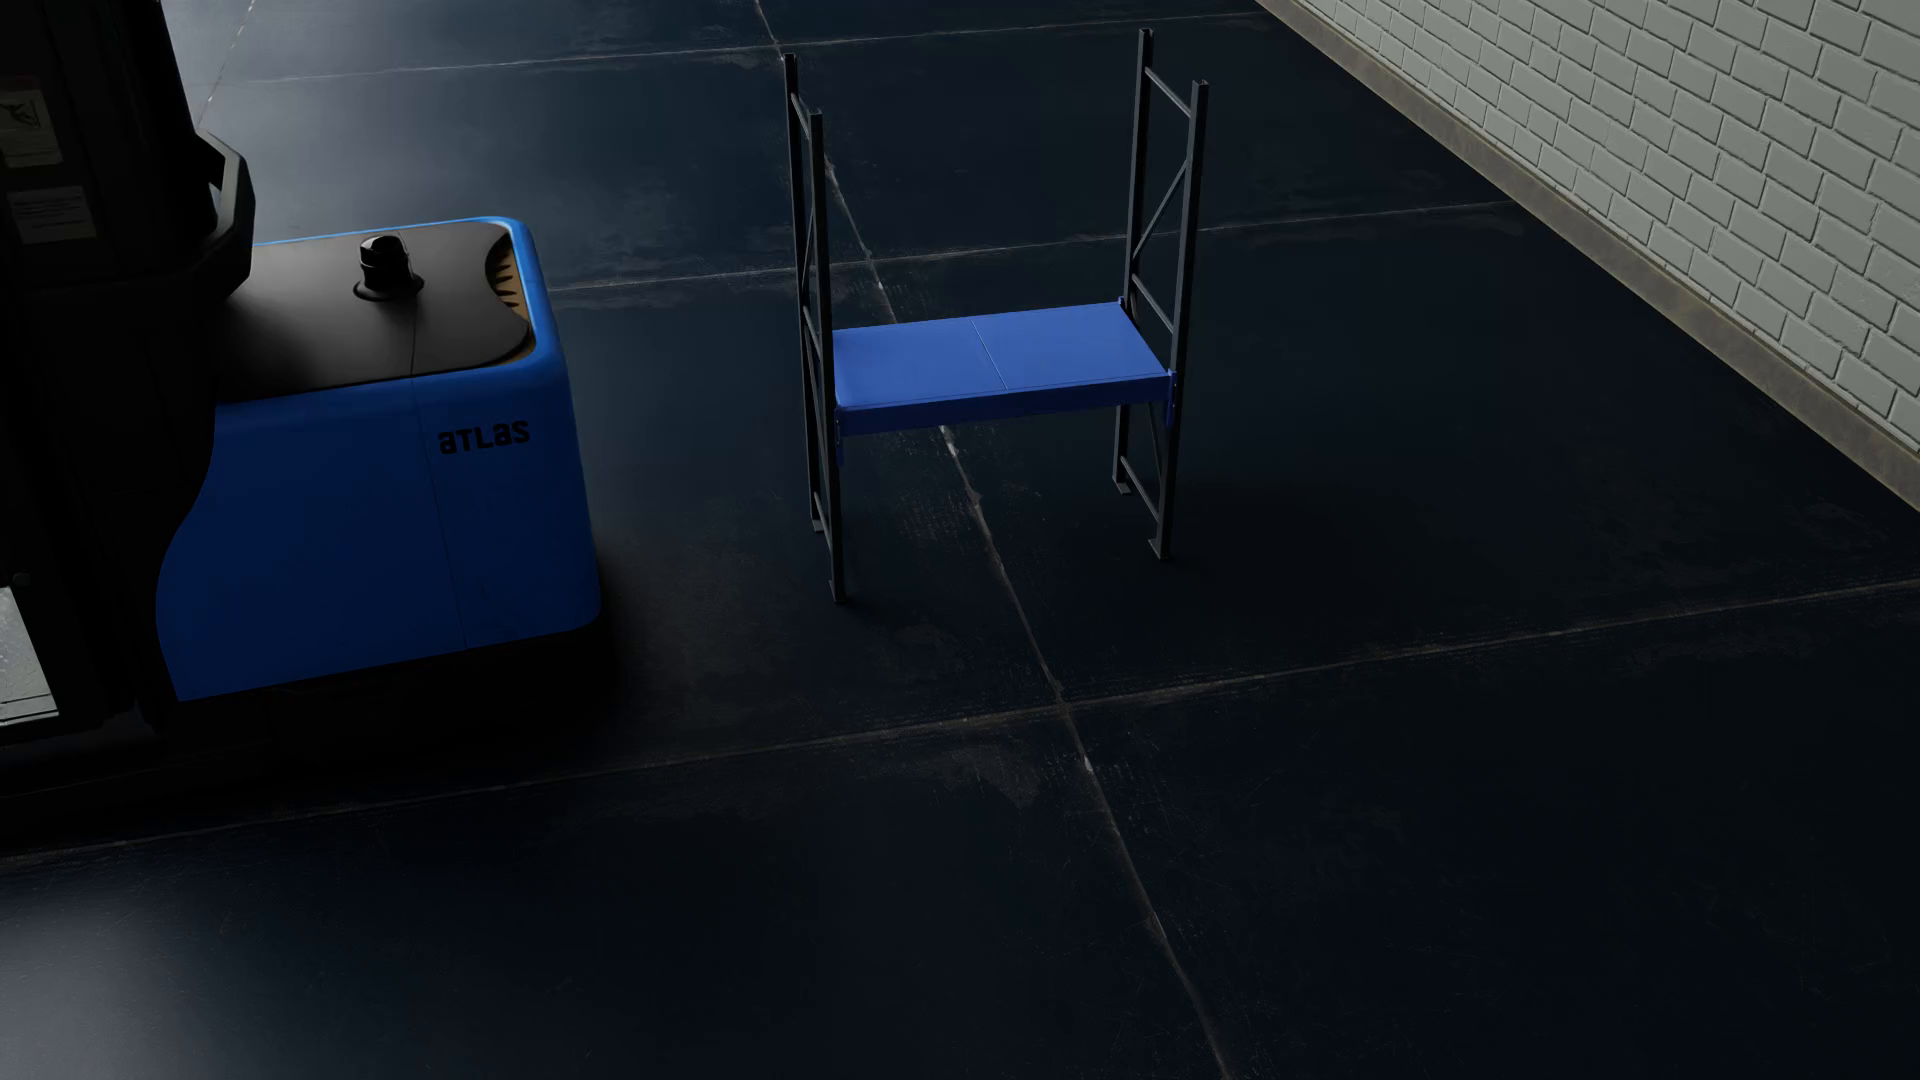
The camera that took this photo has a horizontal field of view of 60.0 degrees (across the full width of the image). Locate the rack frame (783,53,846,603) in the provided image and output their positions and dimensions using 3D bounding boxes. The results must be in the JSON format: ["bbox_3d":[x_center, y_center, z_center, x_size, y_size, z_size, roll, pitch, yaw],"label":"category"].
[{"bbox_3d":[-0.413,-0.571,4.755,0.032,1.500,0.500,-7,35,-11],"label":"rack frame"}]

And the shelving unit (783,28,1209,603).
[{"bbox_3d":[0.083,-0.633,4.848,1.048,1.500,0.538,-7,35,-11],"label":"shelving unit"}]

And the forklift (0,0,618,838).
[{"bbox_3d":[-2.512,-0.752,3.740,3.031,2.935,1.130,-10,35,-15],"label":"forklift"}]

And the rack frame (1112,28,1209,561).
[{"bbox_3d":[0.579,-0.696,4.941,0.032,1.500,0.500,-7,35,-11],"label":"rack frame"}]

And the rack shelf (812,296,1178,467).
[{"bbox_3d":[0.083,-0.484,4.948,1.000,0.185,0.538,-7,35,-11],"label":"rack shelf"}]
